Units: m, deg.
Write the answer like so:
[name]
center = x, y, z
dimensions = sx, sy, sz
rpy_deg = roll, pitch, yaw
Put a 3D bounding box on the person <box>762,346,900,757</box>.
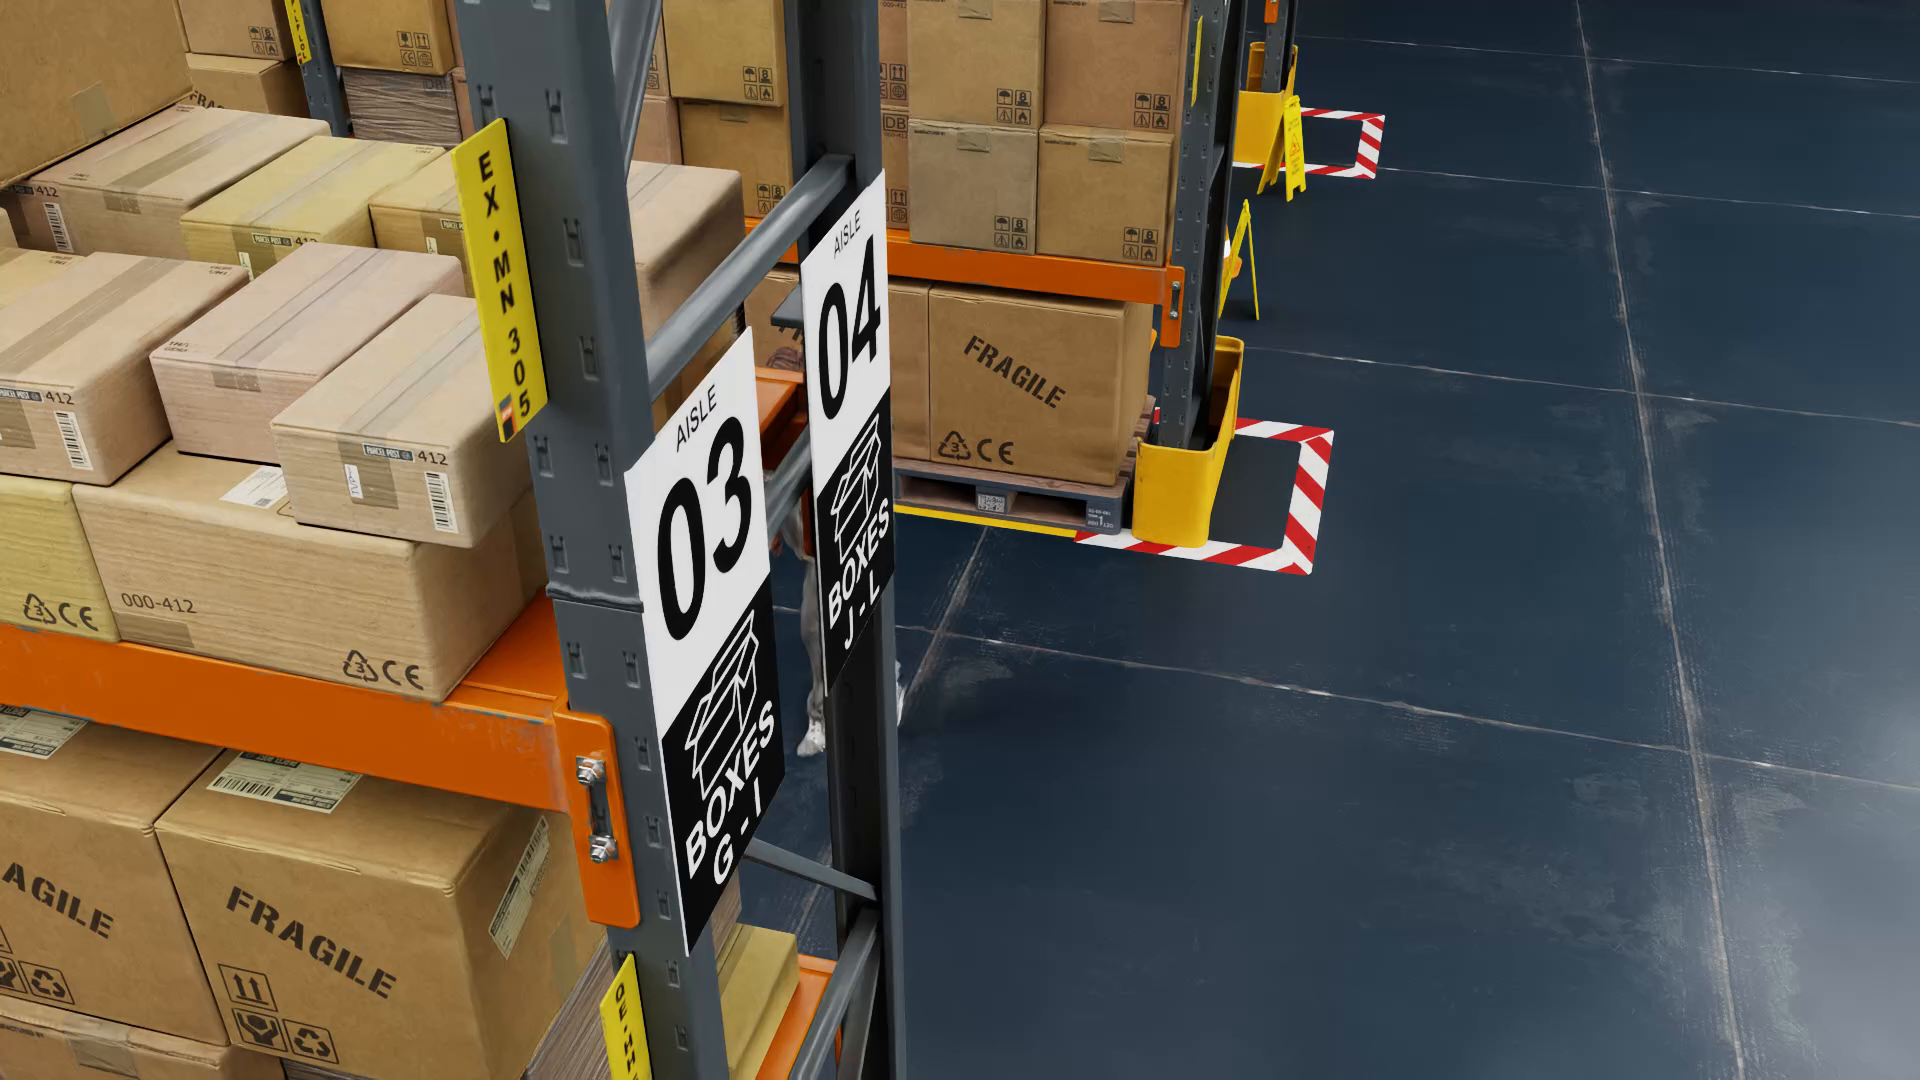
[person]
center = -0.472, 0.018, 6.145
dimensions = 0.502, 1.639, 0.434
rpy_deg = -14, 36, -21
